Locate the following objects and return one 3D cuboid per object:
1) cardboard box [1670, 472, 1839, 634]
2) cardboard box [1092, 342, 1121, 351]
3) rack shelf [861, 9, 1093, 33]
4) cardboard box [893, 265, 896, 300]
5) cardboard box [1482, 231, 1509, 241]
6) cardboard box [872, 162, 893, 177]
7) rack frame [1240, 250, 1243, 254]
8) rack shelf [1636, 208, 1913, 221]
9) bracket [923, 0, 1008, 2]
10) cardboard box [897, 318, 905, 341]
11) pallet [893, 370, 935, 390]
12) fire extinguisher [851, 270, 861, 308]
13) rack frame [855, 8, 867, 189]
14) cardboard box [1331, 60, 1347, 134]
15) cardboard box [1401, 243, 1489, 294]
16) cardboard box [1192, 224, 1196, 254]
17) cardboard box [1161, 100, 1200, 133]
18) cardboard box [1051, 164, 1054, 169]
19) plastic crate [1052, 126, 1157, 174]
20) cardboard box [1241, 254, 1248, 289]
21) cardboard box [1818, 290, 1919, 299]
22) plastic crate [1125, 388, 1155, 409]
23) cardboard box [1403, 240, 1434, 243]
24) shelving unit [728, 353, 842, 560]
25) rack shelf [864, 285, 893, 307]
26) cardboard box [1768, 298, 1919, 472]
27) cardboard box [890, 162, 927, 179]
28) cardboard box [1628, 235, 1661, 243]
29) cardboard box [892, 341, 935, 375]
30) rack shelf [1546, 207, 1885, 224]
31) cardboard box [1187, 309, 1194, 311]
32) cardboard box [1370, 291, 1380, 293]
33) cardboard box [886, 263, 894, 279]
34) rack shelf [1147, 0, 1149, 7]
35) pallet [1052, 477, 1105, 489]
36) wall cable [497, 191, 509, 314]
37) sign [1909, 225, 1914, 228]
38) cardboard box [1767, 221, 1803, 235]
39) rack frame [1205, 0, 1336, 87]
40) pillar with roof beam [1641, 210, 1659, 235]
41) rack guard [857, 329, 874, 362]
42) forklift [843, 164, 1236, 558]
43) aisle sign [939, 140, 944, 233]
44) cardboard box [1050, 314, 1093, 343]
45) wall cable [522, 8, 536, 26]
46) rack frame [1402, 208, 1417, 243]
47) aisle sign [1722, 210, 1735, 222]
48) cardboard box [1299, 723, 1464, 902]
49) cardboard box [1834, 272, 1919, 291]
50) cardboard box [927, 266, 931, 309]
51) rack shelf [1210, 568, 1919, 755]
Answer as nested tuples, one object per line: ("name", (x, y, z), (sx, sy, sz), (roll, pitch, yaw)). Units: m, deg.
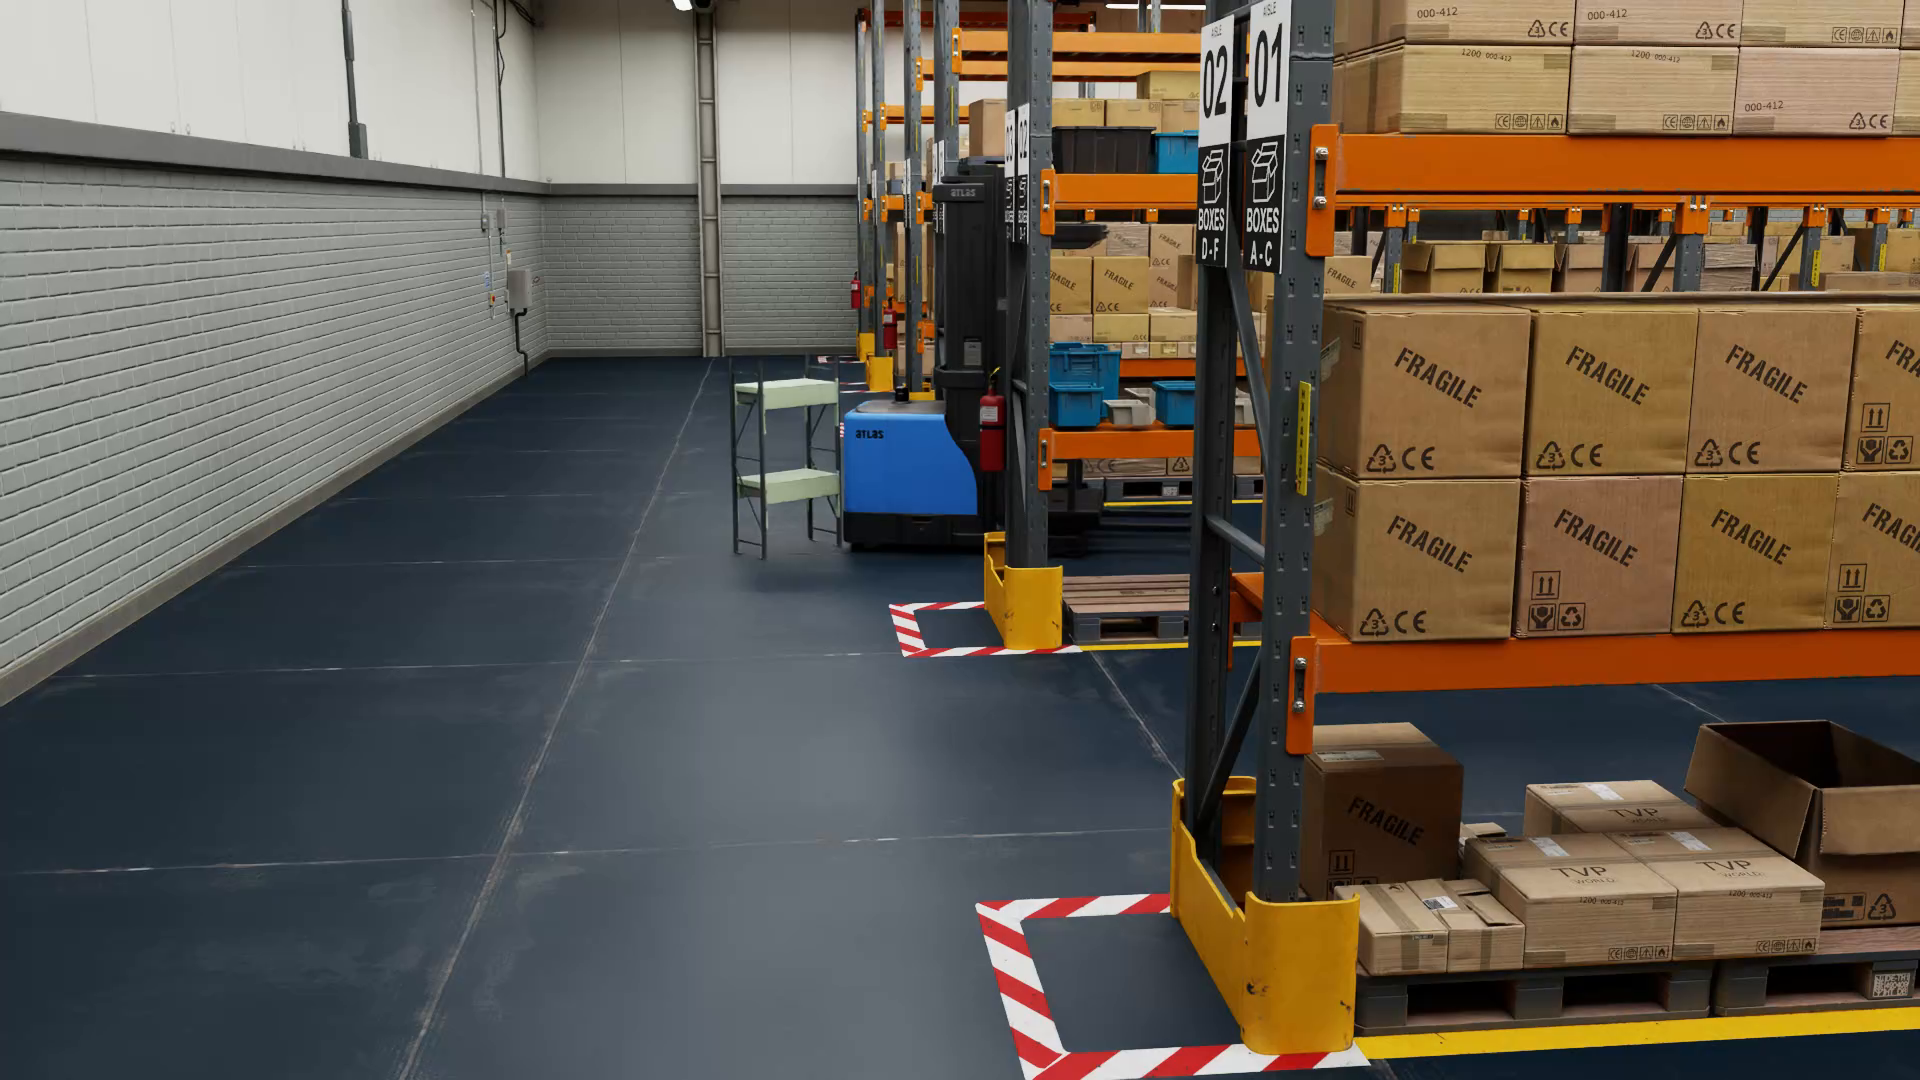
("cardboard box", (2.423, -0.006, 5.362), (0.500, 0.500, 0.500), (-1, 11, -6))
("cardboard box", (1.286, -1.719, 14.986), (0.250, 0.149, 0.380), (-1, 11, -7))
("rack shelf", (0.254, -8.992, 29.026), (4.000, 0.370, 1.077), (-1, 11, -6))
("cardboard box", (-0.743, -3.887, 25.102), (0.500, 0.500, 0.500), (-1, 11, -6))
("cardboard box", (8.355, -4.751, 25.957), (0.250, 0.149, 0.380), (-2, 11, -9))
("cardboard box", (-1.266, -6.479, 29.094), (0.500, 0.250, 0.500), (-1, 11, -7))
("rack frame", (3.418, -2.913, 20.408), (0.127, 3.000, 1.000), (-1, 11, -6))
("rack shelf", (12.724, -5.187, 26.066), (4.000, 0.370, 1.077), (-1, 11, -6))
("bracket", (-1.482, -9.550, 29.284), (4.783, 0.066, 0.076), (-1, 11, -6))
("cardboard box", (-1.116, -3.704, 29.817), (0.637, 0.503, 0.797), (-2, 11, -8))
("pallet", (-0.408, -2.440, 25.233), (1.213, 0.211, 1.003), (-1, 11, -6))
("fire extinguisher", (-1.830, -4.416, 29.221), (0.183, 0.674, 0.296), (-1, 11, -6))
("rack frame", (-1.734, -7.672, 29.065), (0.127, 3.000, 1.000), (-1, 11, -6))
("cardboard box", (1.424, -1.436, 5.509), (0.500, 0.250, 0.500), (-1, 11, -6))
("cardboard box", (4.487, -2.516, 15.529), (0.637, 0.503, 0.797), (-1, 11, -8))
("cardboard box", (2.979, -3.537, 19.960), (0.500, 0.500, 0.500), (-2, 11, -8))
("cardboard box", (2.011, -3.714, 15.099), (0.500, 0.500, 0.700), (-1, 11, -4))
("cardboard box", (0.928, -4.452, 19.553), (0.500, 0.250, 0.500), (-1, 11, -5))
("plastic crate", (0.824, -2.289, 9.796), (0.590, 0.269, 0.497), (-1, 11, -6))
("cardboard box", (2.859, -2.430, 15.627), (0.500, 0.500, 0.500), (-1, 11, -6))
("cardboard box", (3.396, -0.622, 5.905), (0.500, 0.500, 0.500), (-2, 11, -8))
("plastic crate", (1.202, -0.878, 10.587), (0.243, 0.136, 0.396), (-1, 11, -6))
("cardboard box", (7.181, -4.407, 25.891), (0.500, 0.500, 0.500), (-2, 11, -8))
("shelving unit", (-1.342, -0.661, 12.844), (0.755, 1.500, 0.431), (-10, 15, -43))
("rack shelf", (0.254, -4.417, 29.925), (4.000, 0.370, 1.077), (-1, 11, -6))
("cardboard box", (2.934, -0.507, 5.321), (0.500, 0.500, 0.500), (-1, 11, -7))
("cardboard box", (-0.756, -5.457, 24.613), (0.500, 0.250, 0.500), (-2, 11, -11))
("cardboard box", (8.344, -3.554, 20.819), (0.500, 0.500, 0.700), (-1, 11, -7))
("cardboard box", (-0.549, -2.758, 25.177), (0.875, 0.438, 0.875), (-2, 11, -8))
("rack shelf", (9.382, -4.157, 20.824), (4.000, 0.370, 1.077), (-1, 11, -6))
("cardboard box", (2.348, -2.051, 15.643), (0.500, 0.250, 0.500), (-1, 11, -5))
("cardboard box", (4.885, -2.937, 20.096), (0.250, 0.149, 0.380), (-2, 11, -9))
("cardboard box", (-1.254, -4.759, 29.415), (0.500, 0.250, 0.500), (-1, 11, -6))
("rack shelf", (4.771, -8.123, 24.608), (4.000, 0.370, 1.077), (-1, 11, -6))
("pallet", (0.663, -0.540, 15.566), (1.213, 0.211, 1.003), (-1, 11, -6))
("wall cable", (-6.962, -4.425, 25.467), (0.122, 1.984, 0.588), (-1, 11, -6))
("sign", (14.752, -4.726, 25.812), (0.005, 0.325, 0.100), (-1, 11, -6))
("cardboard box", (12.717, -4.720, 25.978), (0.500, 0.500, 0.700), (-1, 11, -6))
("rack frame", (0.942, -2.920, 4.893), (0.127, 3.000, 1.000), (-1, 11, -6))
("pillar with roof beam", (13.848, -7.338, 27.367), (0.548, 9.000, 9.100), (-1, 11, -6))
("rack guard", (-1.658, -3.504, 29.893), (0.348, 0.500, 1.175), (-1, 11, -6))
("forklift", (0.647, -1.413, 12.956), (3.031, 2.935, 1.130), (1, 11, 7))
("aisle sign", (-0.163, -3.093, 14.585), (0.004, 0.787, 0.394), (-1, 11, -6))
("cardboard box", (0.899, -1.919, 14.970), (0.500, 0.250, 0.500), (-1, 11, -7))
("wall cable", (-7.483, -10.529, 29.180), (0.133, 3.039, 2.988), (-1, 11, -6))
("rack frame", (6.759, -3.943, 25.650), (0.127, 3.000, 1.000), (-1, 11, -6))
("aisle sign", (14.270, -6.282, 30.809), (0.004, 0.787, 0.394), (-1, 11, -6))
("cardboard box", (1.456, 0.976, 5.968), (0.500, 0.500, 0.500), (-1, 11, -6))
("cardboard box", (8.906, -2.348, 16.186), (0.500, 0.500, 0.700), (0, 11, 2))
("cardboard box", (-0.140, -3.083, 20.245), (0.500, 0.500, 0.500), (-1, 11, -5))
("rack shelf", (2.930, 0.335, 5.753), (4.000, 0.370, 1.077), (-1, 11, -6))
